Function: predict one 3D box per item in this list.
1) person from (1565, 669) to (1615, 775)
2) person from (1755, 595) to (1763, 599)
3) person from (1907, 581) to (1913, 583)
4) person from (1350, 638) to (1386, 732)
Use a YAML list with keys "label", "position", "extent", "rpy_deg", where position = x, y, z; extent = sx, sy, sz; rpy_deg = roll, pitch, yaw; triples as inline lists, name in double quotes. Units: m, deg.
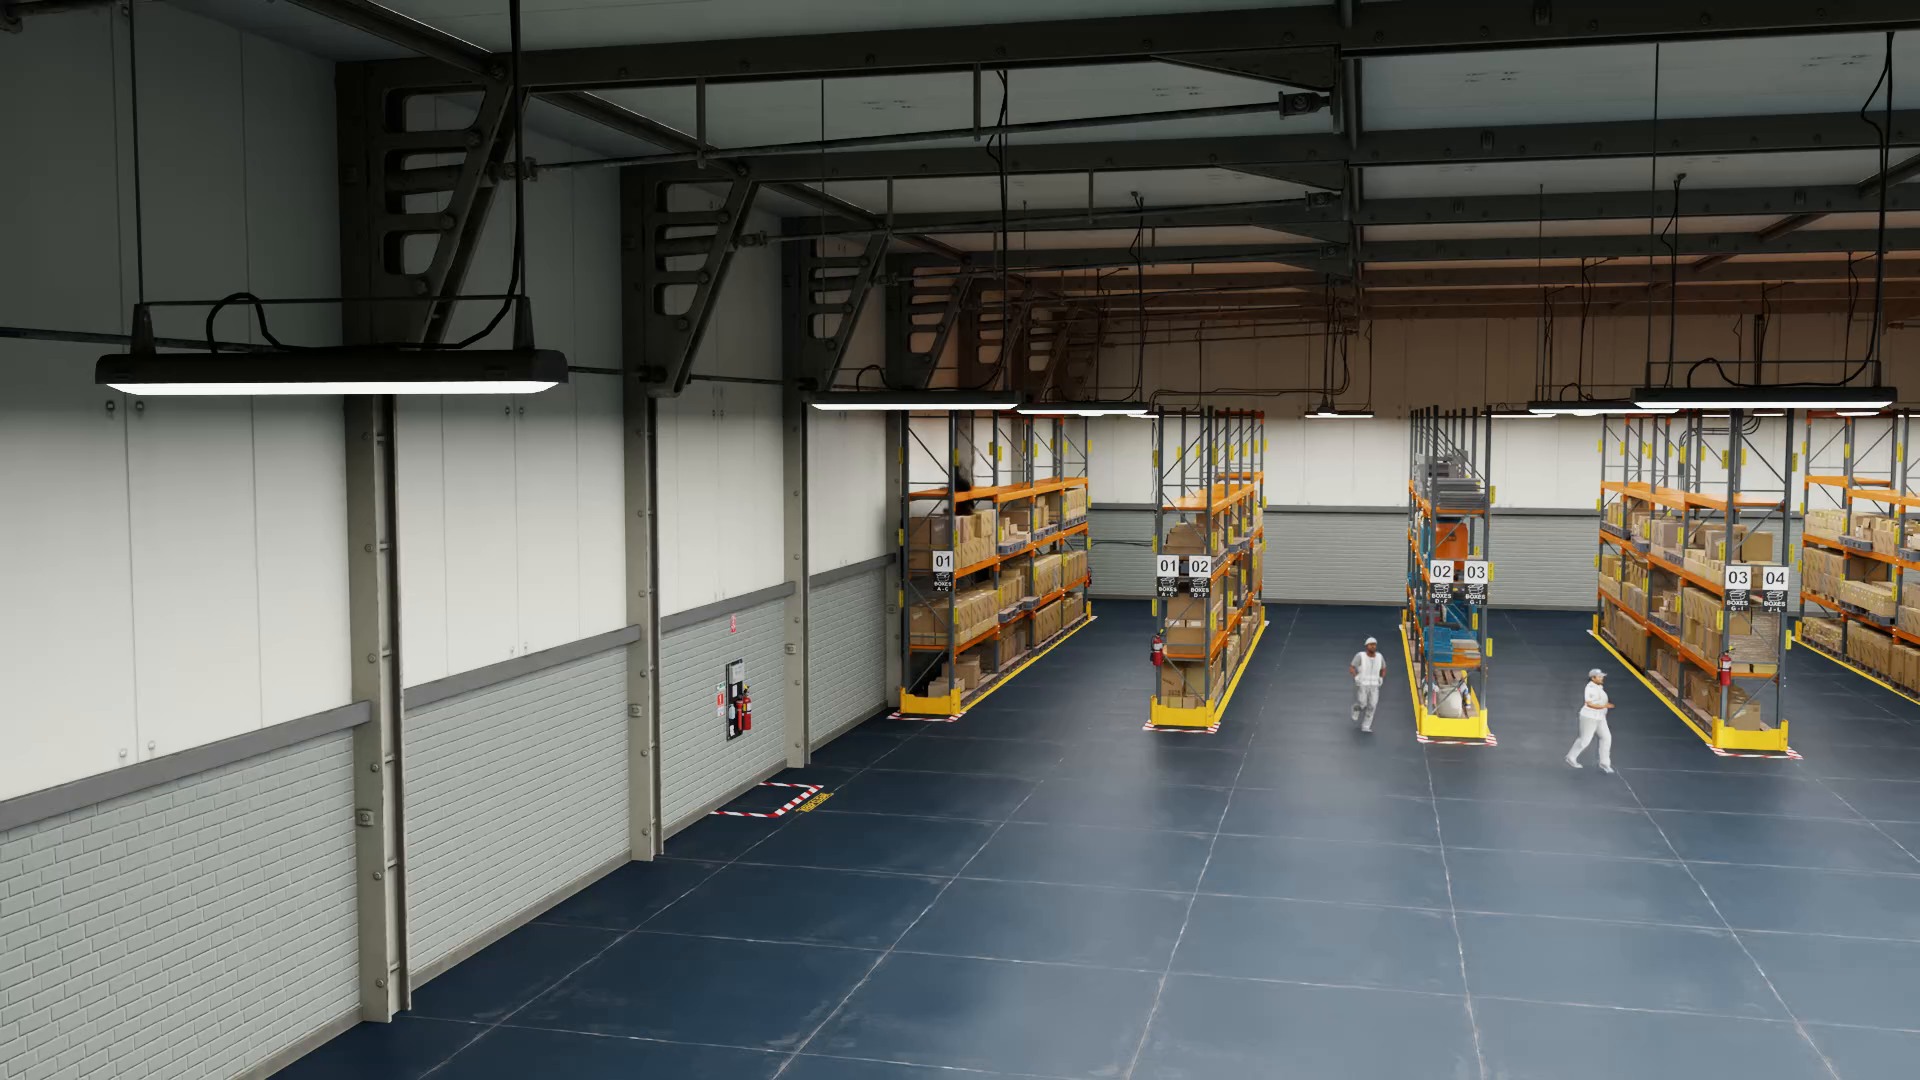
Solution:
- label: "person"
  position: [10.280, 2.950, 27.087]
  extent: [0.784, 1.735, 0.615]
  rpy_deg: [4, 6, 44]
- label: "person"
  position: [20.717, 1.780, 43.273]
  extent: [0.669, 1.702, 0.681]
  rpy_deg: [3, 5, 32]
- label: "person"
  position: [23.754, 1.901, 41.560]
  extent: [0.578, 1.747, 0.748]
  rpy_deg: [0, 4, -6]
- label: "person"
  position: [7.555, 2.666, 30.738]
  extent: [0.680, 1.734, 0.649]
  rpy_deg: [0, 4, -4]
